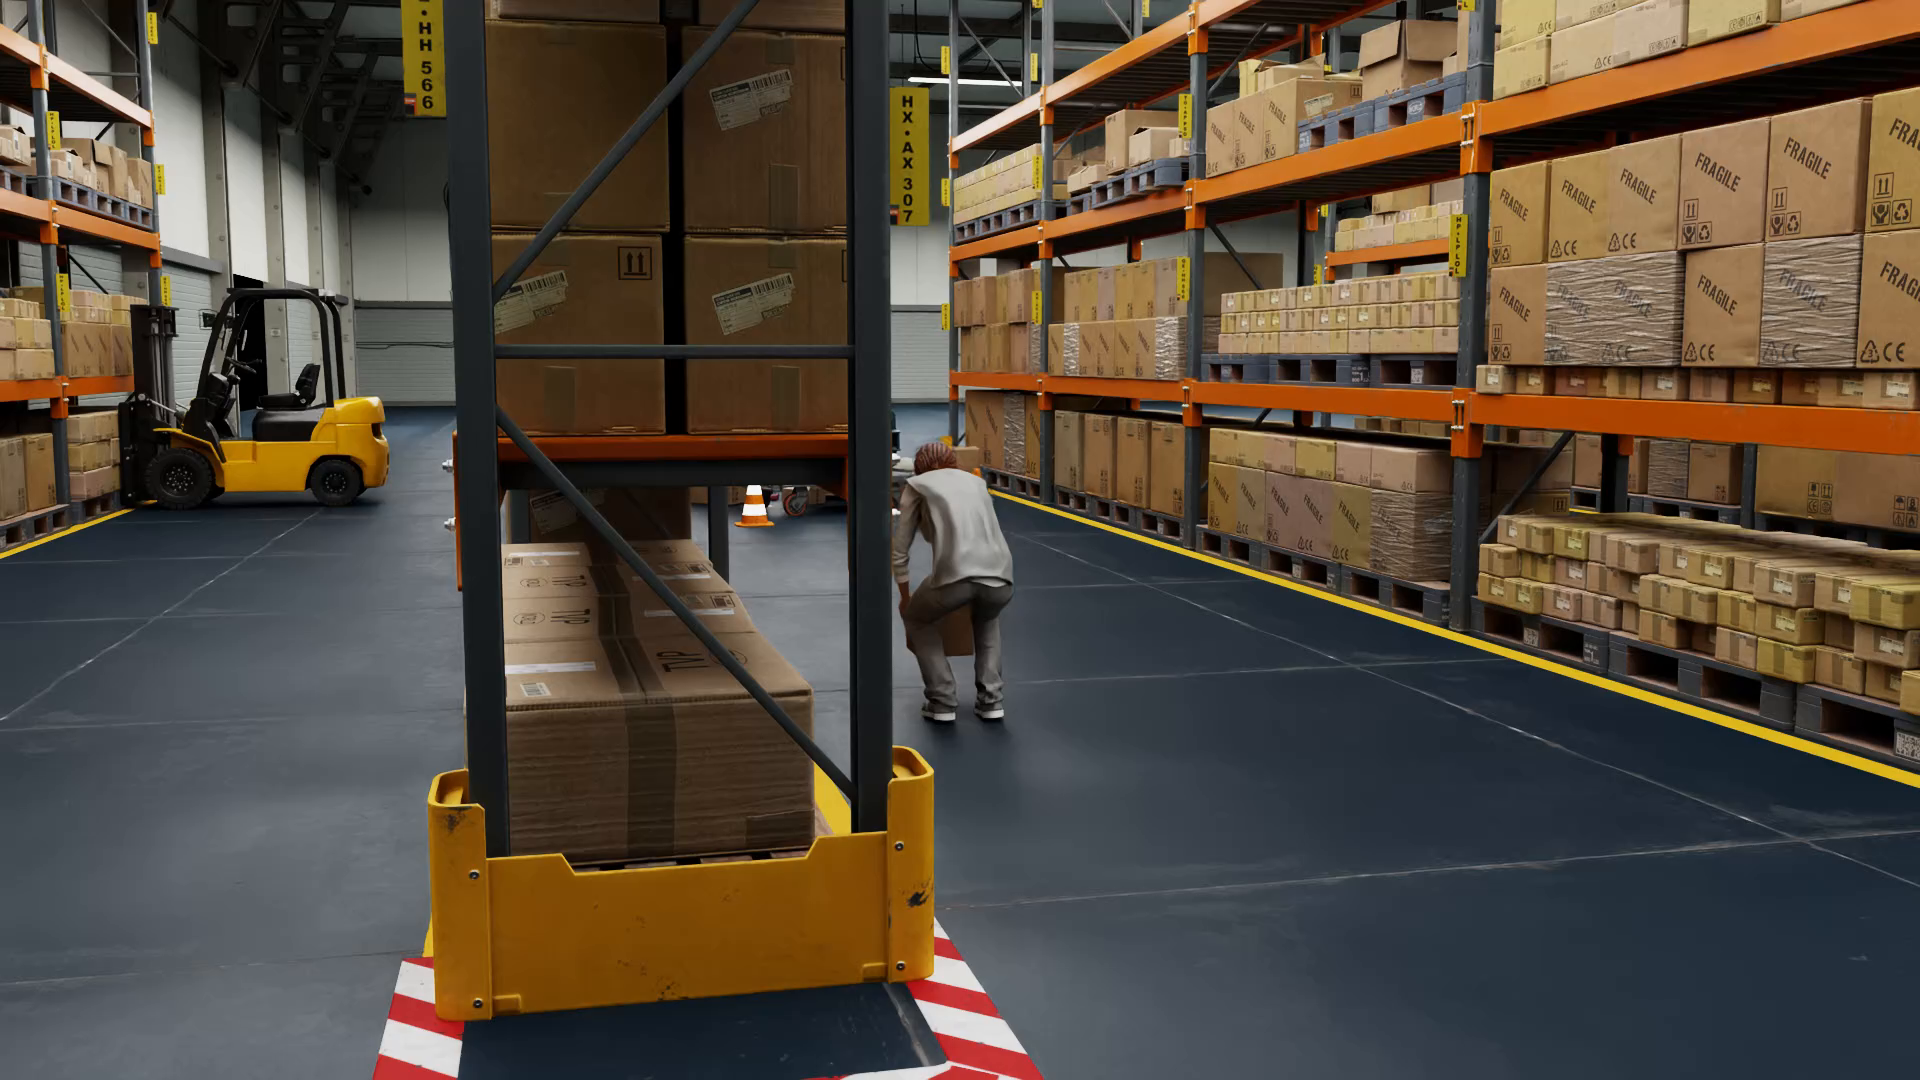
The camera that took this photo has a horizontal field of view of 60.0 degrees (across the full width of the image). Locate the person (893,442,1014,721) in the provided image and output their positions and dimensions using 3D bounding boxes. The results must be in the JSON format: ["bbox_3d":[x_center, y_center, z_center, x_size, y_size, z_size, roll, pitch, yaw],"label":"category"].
[{"bbox_3d":[-0.037,0.180,6.928,0.464,1.122,0.730,-2,7,-14],"label":"person"}]
